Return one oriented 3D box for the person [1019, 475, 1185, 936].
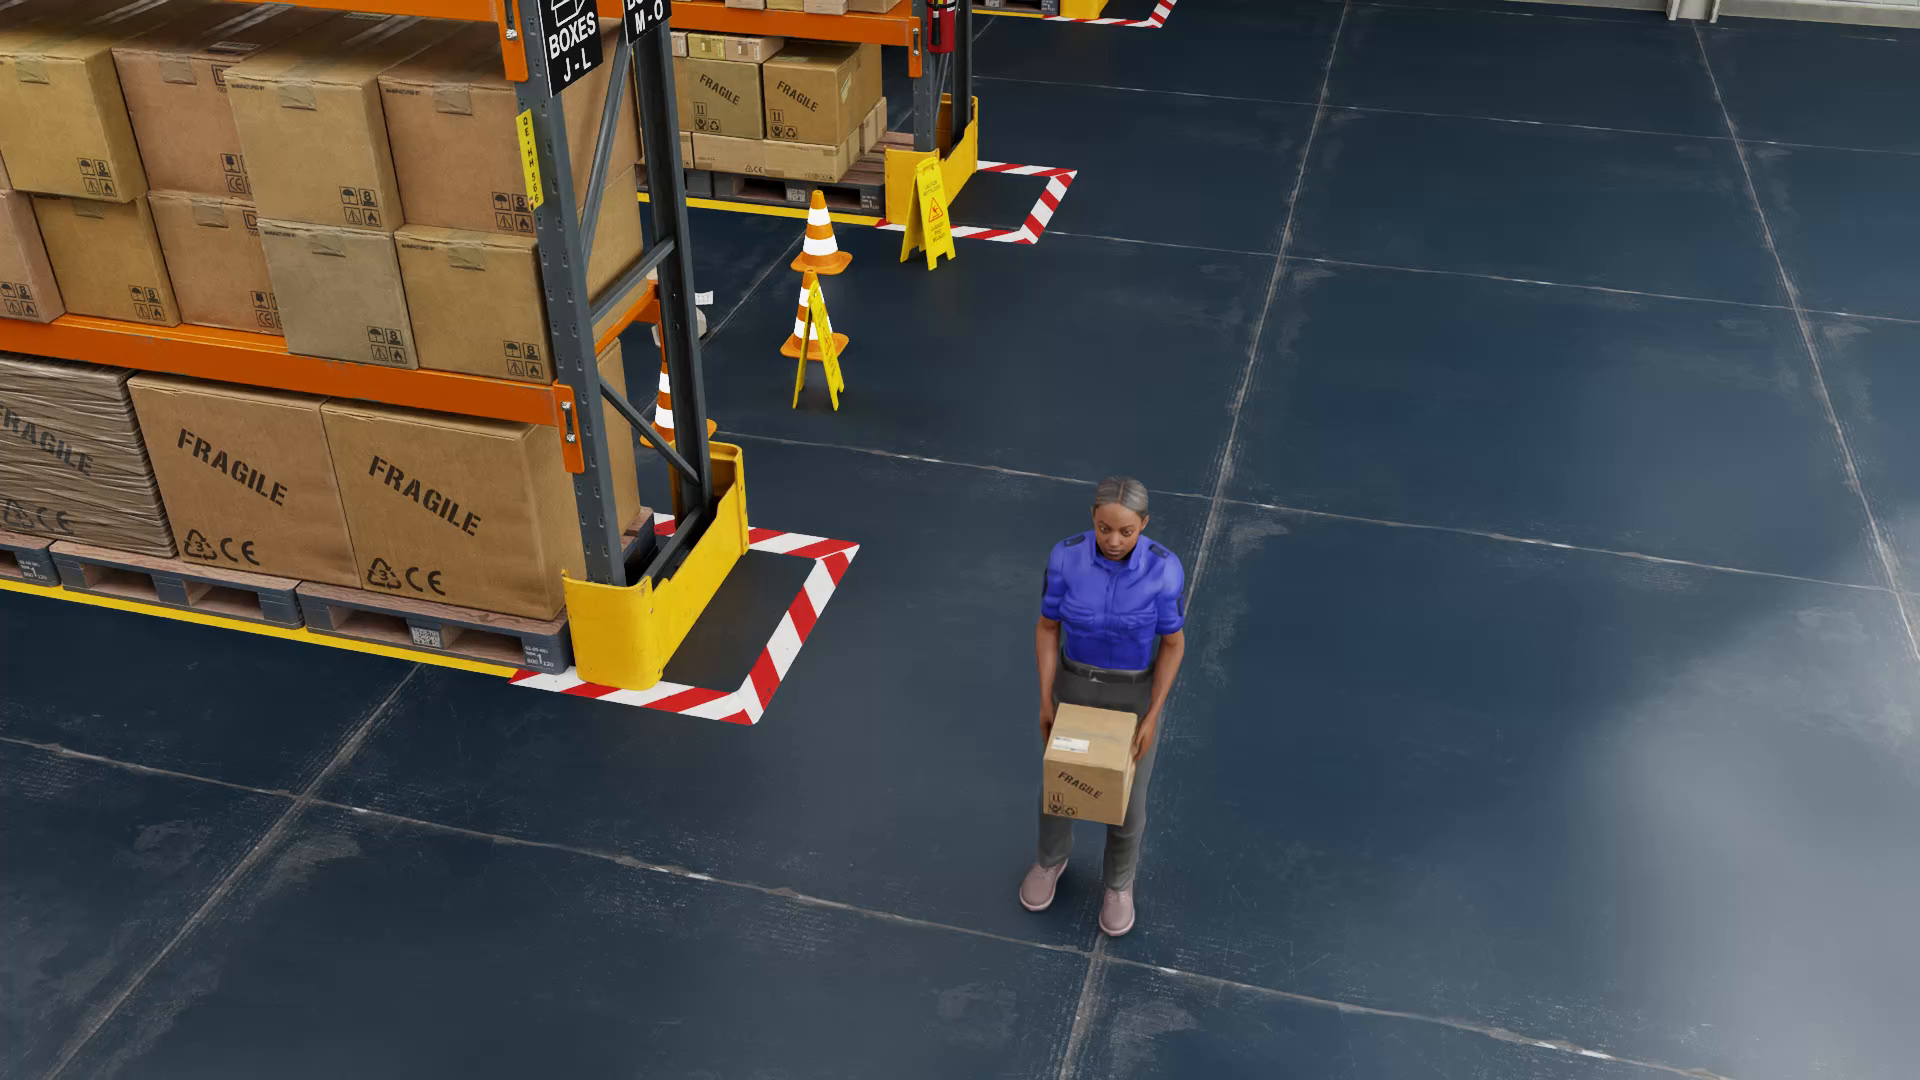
[{"bbox_3d":[0.457,0.528,5.324,0.481,1.662,0.397,8,34,12],"label":"person"}]
